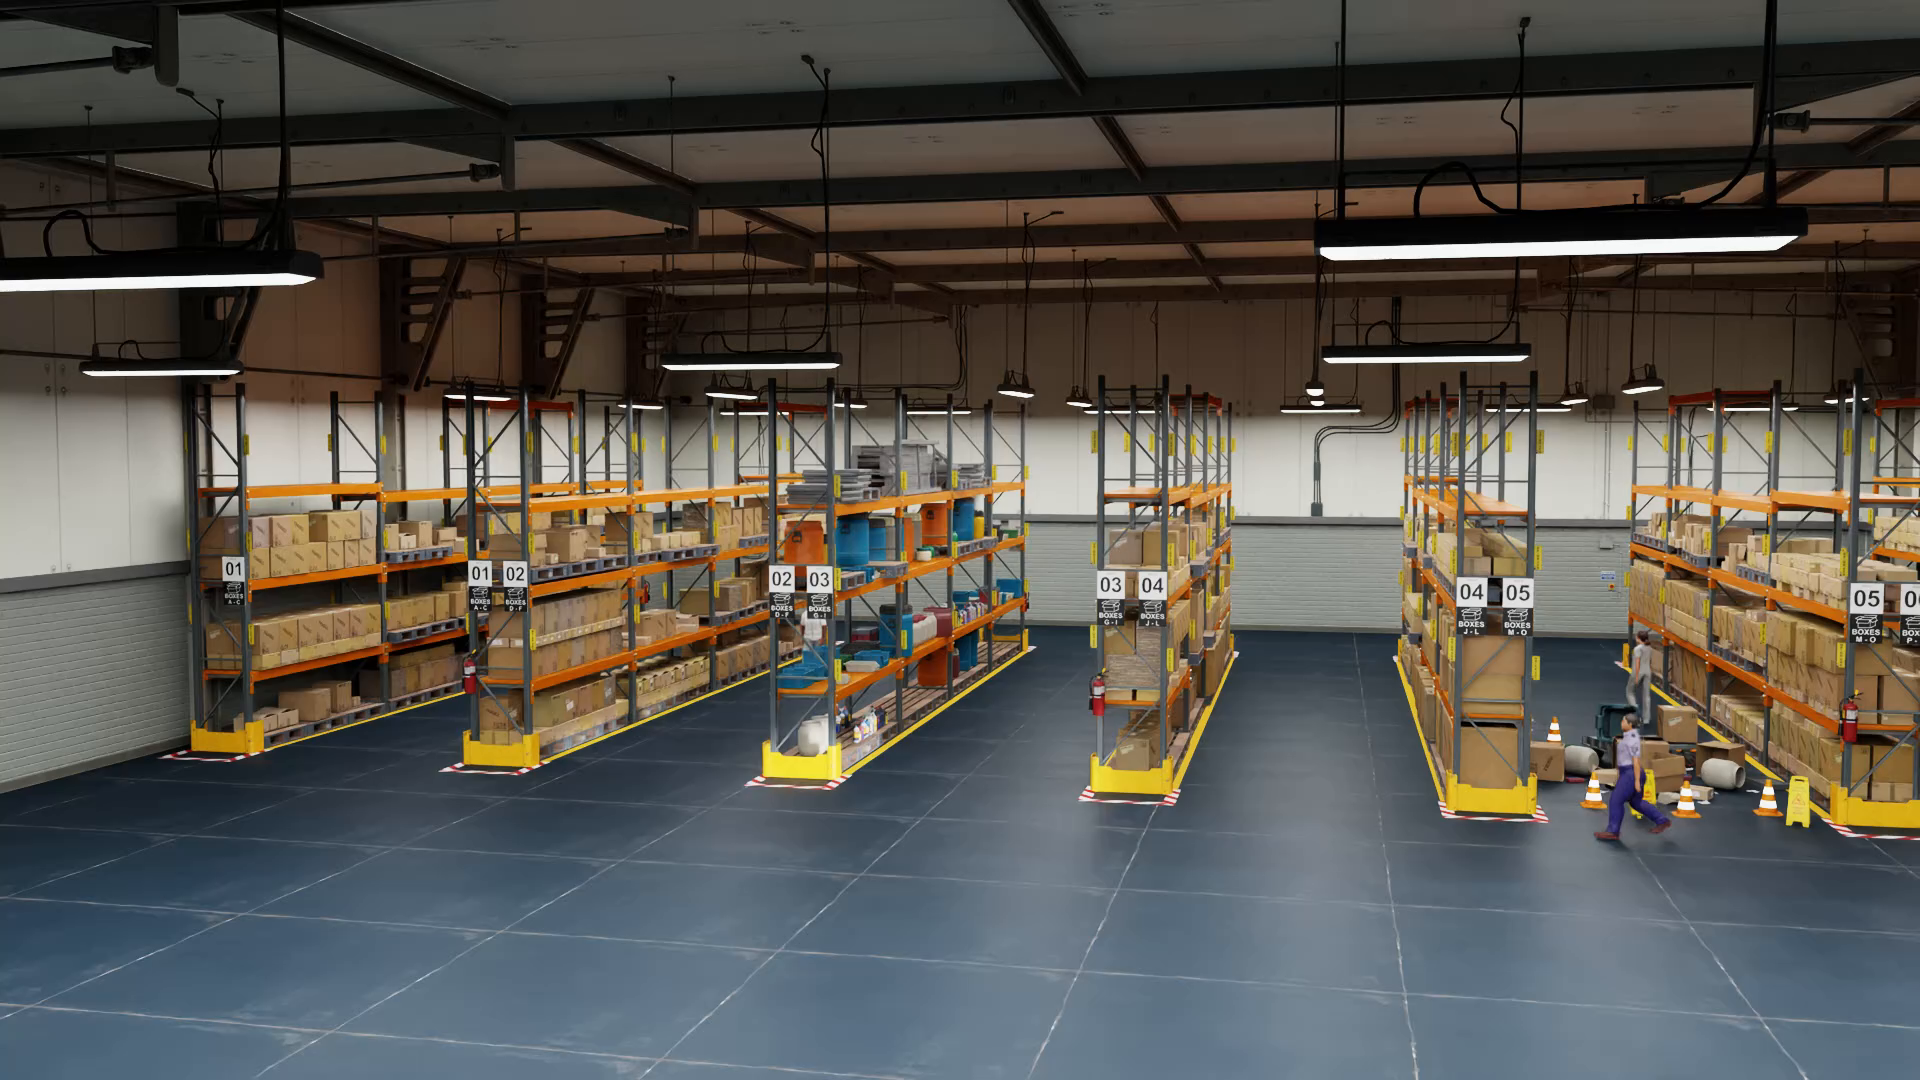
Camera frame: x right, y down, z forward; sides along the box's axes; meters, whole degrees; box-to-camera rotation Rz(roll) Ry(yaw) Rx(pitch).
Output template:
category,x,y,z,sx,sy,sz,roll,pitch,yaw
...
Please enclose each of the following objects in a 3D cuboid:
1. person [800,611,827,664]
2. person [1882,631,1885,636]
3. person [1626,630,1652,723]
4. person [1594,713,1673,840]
category,x,y,z,sx,sy,sz,roll,pitch,yaw
person,-3.132,2.089,35.363,0.584,1.701,0.990,0,3,2
person,17.431,2.321,31.673,0.543,1.785,0.555,0,3,-8
person,12.266,2.475,29.861,0.456,1.690,0.543,0,3,-5
person,8.535,2.985,21.025,0.962,1.603,0.481,1,3,14
